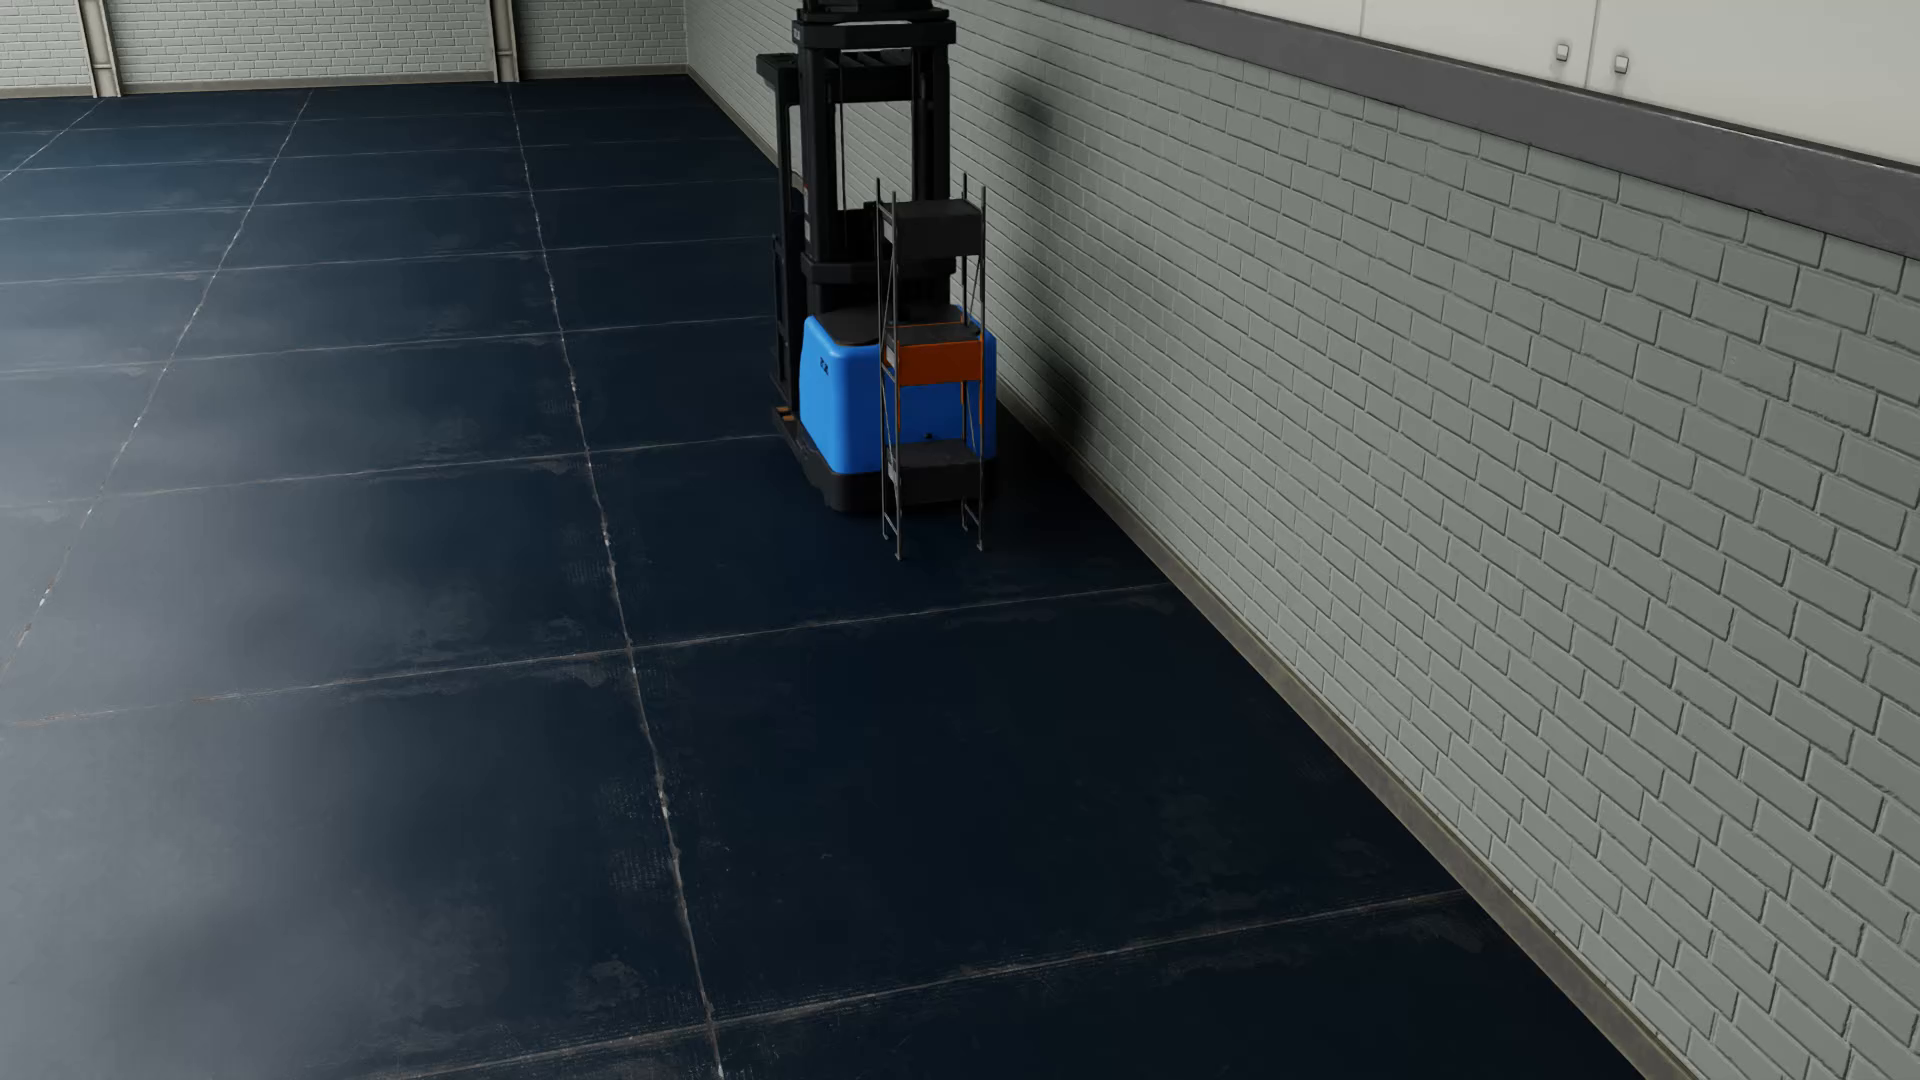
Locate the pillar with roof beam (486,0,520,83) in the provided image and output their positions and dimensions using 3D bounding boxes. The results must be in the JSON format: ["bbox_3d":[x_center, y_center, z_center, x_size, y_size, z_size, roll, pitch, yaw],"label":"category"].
[{"bbox_3d":[-6.280,-10.042,21.741,0.400,9.000,9.100,-6,24,-14],"label":"pillar with roof beam"}]

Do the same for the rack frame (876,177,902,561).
[{"bbox_3d":[-0.394,-0.921,9.234,0.015,2.100,0.400,-6,24,-14],"label":"rack frame"}]

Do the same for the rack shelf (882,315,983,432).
[{"bbox_3d":[-0.159,-0.935,9.300,0.480,0.518,0.431,-6,24,-14],"label":"rack shelf"}]

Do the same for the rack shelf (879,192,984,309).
[{"bbox_3d":[-0.159,-1.578,9.024,0.480,0.518,0.431,-6,24,-14],"label":"rack shelf"}]

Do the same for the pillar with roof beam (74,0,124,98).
[{"bbox_3d":[-12.057,-9.403,20.252,0.400,9.000,9.100,-6,24,-14],"label":"pillar with roof beam"}]

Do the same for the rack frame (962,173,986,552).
[{"bbox_3d":[0.076,-0.973,9.355,0.015,2.100,0.400,-6,24,-14],"label":"rack frame"}]

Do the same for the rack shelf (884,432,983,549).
[{"bbox_3d":[-0.159,-0.291,9.576,0.480,0.518,0.431,-6,24,-14],"label":"rack shelf"}]

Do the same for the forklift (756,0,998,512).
[{"bbox_3d":[-0.671,-2.067,10.851,1.130,2.935,3.031,-7,24,-15],"label":"forklift"}]

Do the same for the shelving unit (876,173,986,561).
[{"bbox_3d":[-0.159,-0.947,9.295,0.503,2.100,0.431,-6,24,-14],"label":"shelving unit"}]
